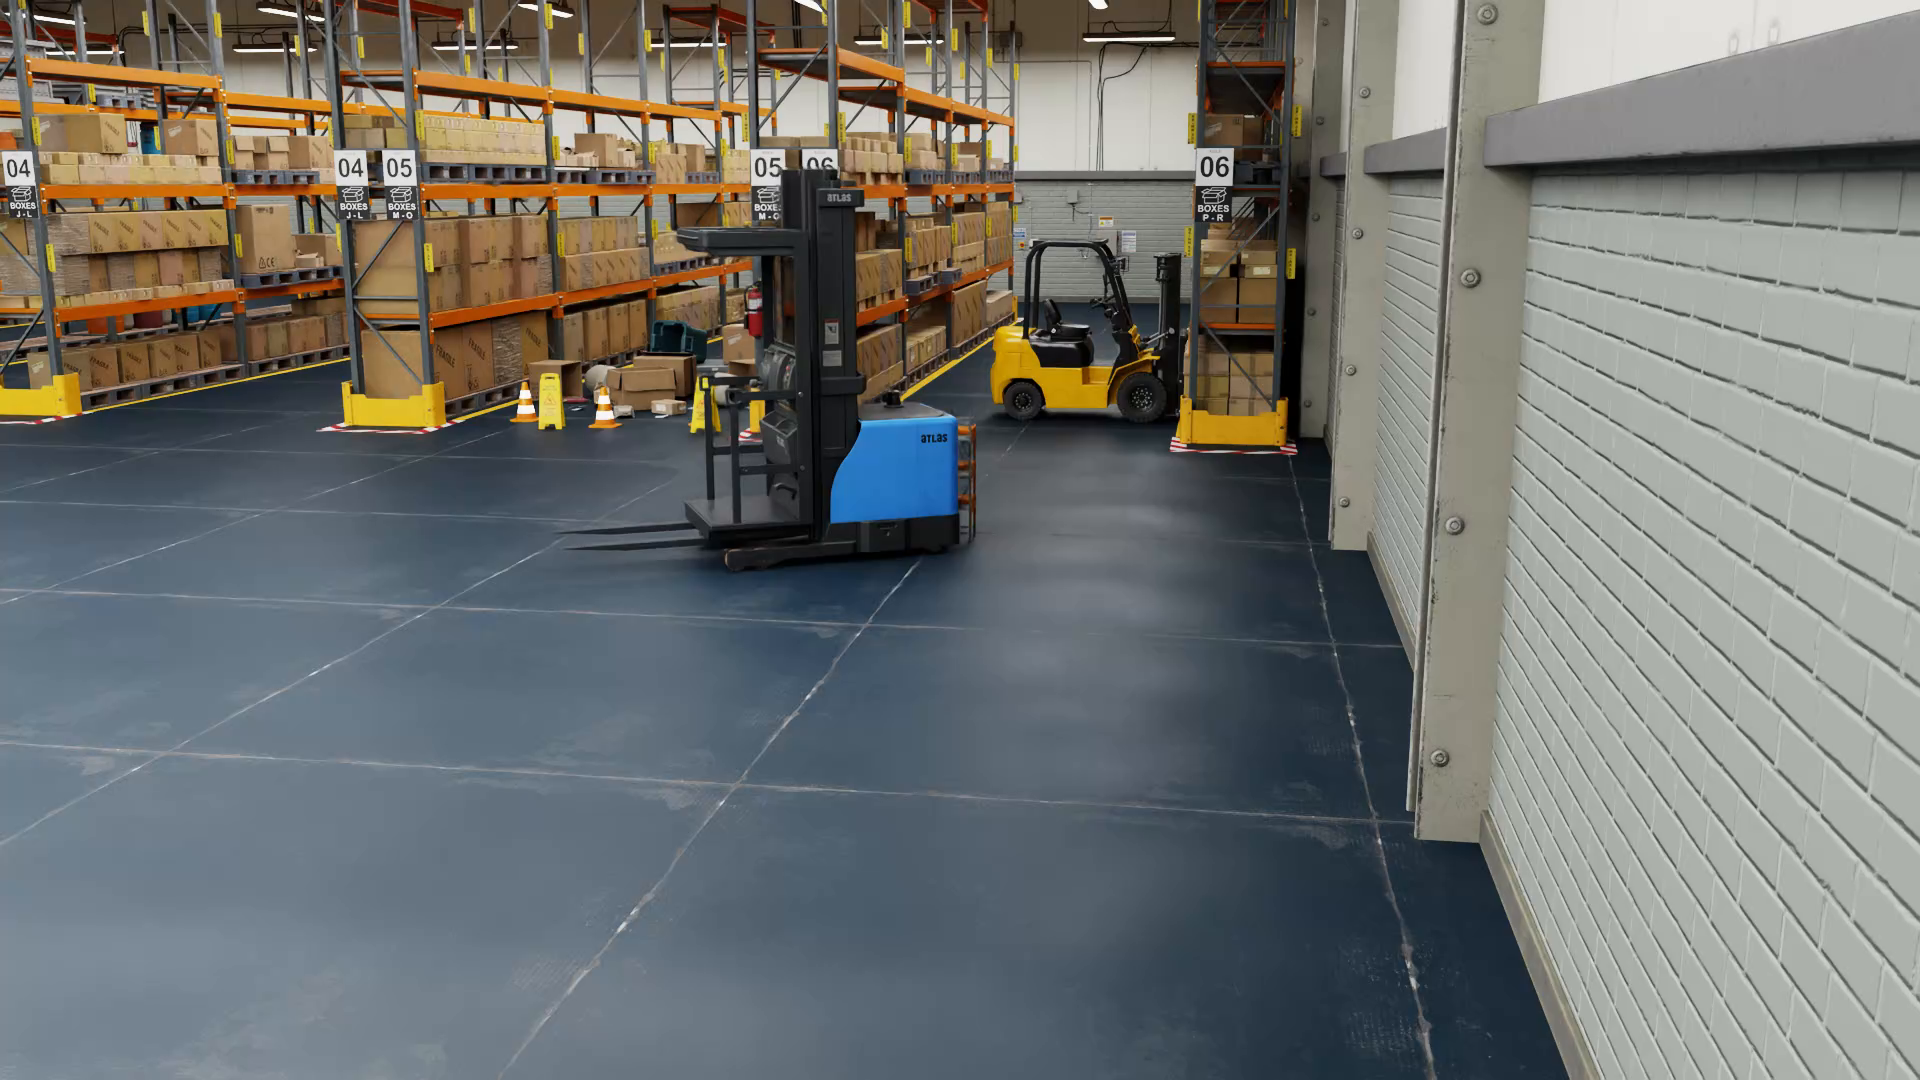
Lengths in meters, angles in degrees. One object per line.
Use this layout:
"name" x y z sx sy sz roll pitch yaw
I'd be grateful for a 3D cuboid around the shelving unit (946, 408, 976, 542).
"shelving unit" 0.009 -0.525 13.435 0.215 1.050 0.252 2 12 9

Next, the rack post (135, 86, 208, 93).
"rack post" -14.860 -8.423 31.398 0.937 0.300 0.954 2 12 8

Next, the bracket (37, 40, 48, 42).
"bracket" -23.534 -12.706 42.548 0.235 0.232 0.430 2 12 9

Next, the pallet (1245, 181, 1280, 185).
"pallet" 4.091 -5.225 23.944 1.003 0.211 1.213 2 12 11

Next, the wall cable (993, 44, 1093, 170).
"wall cable" 1.941 -10.154 39.249 2.355 3.000 0.029 2 12 9

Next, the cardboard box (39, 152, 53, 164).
"cardboard box" -11.380 -4.681 20.384 0.380 0.149 0.250 2 12 8

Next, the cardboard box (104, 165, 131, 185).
"cardboard box" -11.168 -4.739 21.598 0.500 0.250 0.500 2 12 8

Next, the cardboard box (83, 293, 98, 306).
"cardboard box" -11.261 -3.075 21.239 0.380 0.149 0.250 2 12 9

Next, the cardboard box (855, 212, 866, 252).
"cardboard box" -1.626 -4.048 21.839 0.700 0.500 0.500 2 12 9

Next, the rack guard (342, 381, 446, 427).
"rack guard" -6.769 -1.635 19.892 1.175 0.500 0.348 2 12 9

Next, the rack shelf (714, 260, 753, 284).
"rack shelf" -4.613 -5.424 33.250 1.077 0.370 4.000 2 12 9

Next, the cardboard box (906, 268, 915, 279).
"cardboard box" -0.847 -3.742 23.337 0.380 0.149 0.250 2 12 9

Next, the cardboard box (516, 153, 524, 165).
"cardboard box" -6.007 -5.046 22.031 0.380 0.149 0.250 2 12 9

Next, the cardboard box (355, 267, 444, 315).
"cardboard box" -6.753 -3.014 20.001 0.875 0.550 0.550 2 12 9

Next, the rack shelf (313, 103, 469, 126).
"rack shelf" -10.113 -7.511 29.640 1.077 0.370 4.000 2 12 9

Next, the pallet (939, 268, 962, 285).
"pallet" -0.633 -4.142 26.048 1.213 0.211 1.003 2 12 9

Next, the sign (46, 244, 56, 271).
"sign" -11.115 -3.449 20.322 0.100 0.325 0.005 2 12 9

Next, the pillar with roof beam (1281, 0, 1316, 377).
"pillar with roof beam" 0.713 -6.999 24.610 9.100 9.000 0.400 2 12 9

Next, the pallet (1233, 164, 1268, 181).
"pallet" 3.556 -4.640 20.992 1.003 0.211 1.213 2 12 9

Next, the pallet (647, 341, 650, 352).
"pallet" -5.414 -3.326 28.427 1.003 0.211 1.213 2 12 9

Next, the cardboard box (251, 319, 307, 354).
"cardboard box" -10.743 -3.211 26.164 0.700 0.500 0.500 1 12 4

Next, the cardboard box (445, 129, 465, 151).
"cardboard box" -6.361 -4.852 20.183 0.500 0.250 0.500 2 12 8

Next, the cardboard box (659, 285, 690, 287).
"cardboard box" -5.295 -4.564 30.709 0.500 0.250 0.500 1 12 6

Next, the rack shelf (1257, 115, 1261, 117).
"rack shelf" 5.199 -8.056 31.230 1.077 0.370 4.000 2 12 9

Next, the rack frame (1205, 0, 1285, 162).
"rack frame" 3.661 -6.328 21.494 1.000 3.000 0.127 2 12 9

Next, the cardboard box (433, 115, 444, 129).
"cardboard box" -6.360 -4.960 19.740 0.380 0.149 0.250 2 12 9

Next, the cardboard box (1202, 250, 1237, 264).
"cardboard box" 2.893 -3.155 18.530 0.380 0.149 0.250 2 12 9

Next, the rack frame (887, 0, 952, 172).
"rack frame" -0.629 -7.320 26.100 1.000 3.000 0.127 2 12 9

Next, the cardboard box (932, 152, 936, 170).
"cardboard box" -0.625 -5.473 24.008 0.500 0.250 0.500 2 12 8

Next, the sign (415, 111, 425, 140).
"sign" -6.218 -4.775 19.146 0.100 0.325 0.005 2 12 9

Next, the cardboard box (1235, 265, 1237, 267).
"cardboard box" 3.271 -3.251 21.221 0.500 0.500 0.500 2 12 10

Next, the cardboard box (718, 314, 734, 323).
"cardboard box" -4.547 -4.237 31.802 0.380 0.149 0.250 1 12 6

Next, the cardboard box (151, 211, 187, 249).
"cardboard box" -10.987 -4.248 22.769 0.500 0.500 0.500 2 12 9

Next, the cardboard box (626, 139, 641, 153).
"cardboard box" -5.552 -6.777 28.647 0.396 0.266 0.258 2 12 9

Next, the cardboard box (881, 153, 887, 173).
"cardboard box" -1.215 -4.782 21.092 0.500 0.250 0.500 2 12 8

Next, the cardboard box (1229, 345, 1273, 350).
"cardboard box" 3.380 -2.110 19.322 0.500 0.250 0.500 2 12 9

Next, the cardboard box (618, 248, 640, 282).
"cardboard box" -5.417 -4.370 26.412 0.500 0.500 0.500 2 12 9

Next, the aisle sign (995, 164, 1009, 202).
"aisle sign" 0.919 -7.329 34.209 0.394 0.787 0.004 2 12 9

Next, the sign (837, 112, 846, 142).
"sign" -1.323 -4.598 18.516 0.100 0.325 0.005 2 12 9

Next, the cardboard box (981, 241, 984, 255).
"cardboard box" 0.159 -5.292 30.097 0.500 0.250 0.500 2 12 9

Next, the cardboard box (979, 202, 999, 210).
"cardboard box" 0.544 -6.449 32.146 0.380 0.149 0.250 2 12 9

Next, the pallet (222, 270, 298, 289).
"pallet" -10.775 -3.937 25.095 1.003 0.211 1.213 2 12 9

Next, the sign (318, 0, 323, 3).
"sign" -7.300 -6.310 19.008 0.100 0.325 0.005 2 12 9

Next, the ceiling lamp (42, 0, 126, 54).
"ceiling lamp" -20.965 -13.119 39.150 2.000 3.185 0.800 2 12 9

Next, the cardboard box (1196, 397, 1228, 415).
"cardboard box" 2.806 -1.531 19.009 0.500 0.250 0.500 2 12 9

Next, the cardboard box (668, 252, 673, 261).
"cardboard box" -5.145 -4.864 28.544 0.380 0.149 0.250 2 12 11

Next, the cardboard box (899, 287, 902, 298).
"cardboard box" -0.992 -3.355 22.539 0.380 0.149 0.250 2 12 8

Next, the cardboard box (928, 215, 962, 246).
"cardboard box" -0.245 -5.124 27.537 0.500 0.500 0.500 2 12 9

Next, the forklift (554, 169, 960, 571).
"forklift" -1.576 -1.325 12.687 3.031 2.935 1.130 -4 13 -19

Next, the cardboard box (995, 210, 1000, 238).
"cardboard box" 0.473 -6.060 31.884 0.500 0.500 0.500 2 12 10
